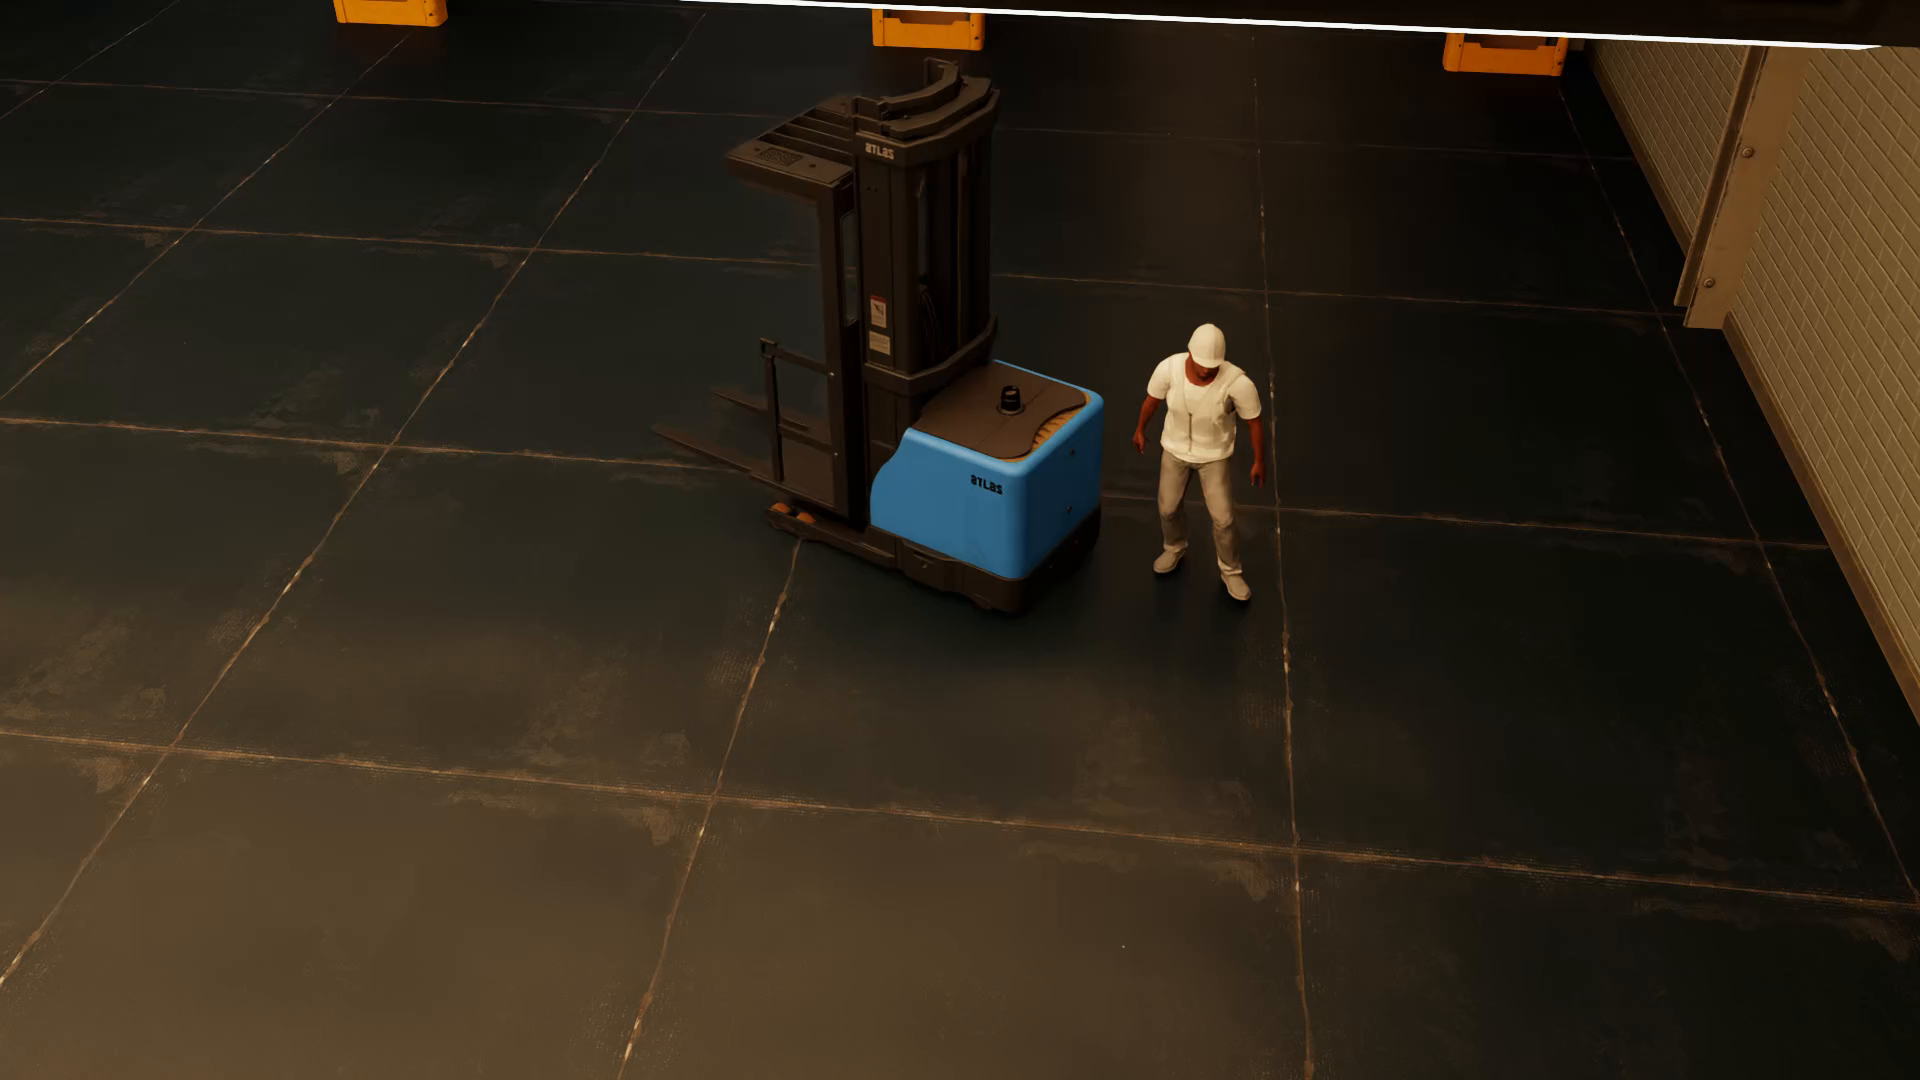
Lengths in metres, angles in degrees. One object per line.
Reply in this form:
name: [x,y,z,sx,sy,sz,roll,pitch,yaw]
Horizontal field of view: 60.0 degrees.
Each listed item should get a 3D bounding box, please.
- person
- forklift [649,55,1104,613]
person: [1.383,-0.499,9.653,0.866,1.732,0.438,15,39,19]
forklift: [-0.639,-1.424,9.961,3.031,2.935,1.130,21,41,26]
